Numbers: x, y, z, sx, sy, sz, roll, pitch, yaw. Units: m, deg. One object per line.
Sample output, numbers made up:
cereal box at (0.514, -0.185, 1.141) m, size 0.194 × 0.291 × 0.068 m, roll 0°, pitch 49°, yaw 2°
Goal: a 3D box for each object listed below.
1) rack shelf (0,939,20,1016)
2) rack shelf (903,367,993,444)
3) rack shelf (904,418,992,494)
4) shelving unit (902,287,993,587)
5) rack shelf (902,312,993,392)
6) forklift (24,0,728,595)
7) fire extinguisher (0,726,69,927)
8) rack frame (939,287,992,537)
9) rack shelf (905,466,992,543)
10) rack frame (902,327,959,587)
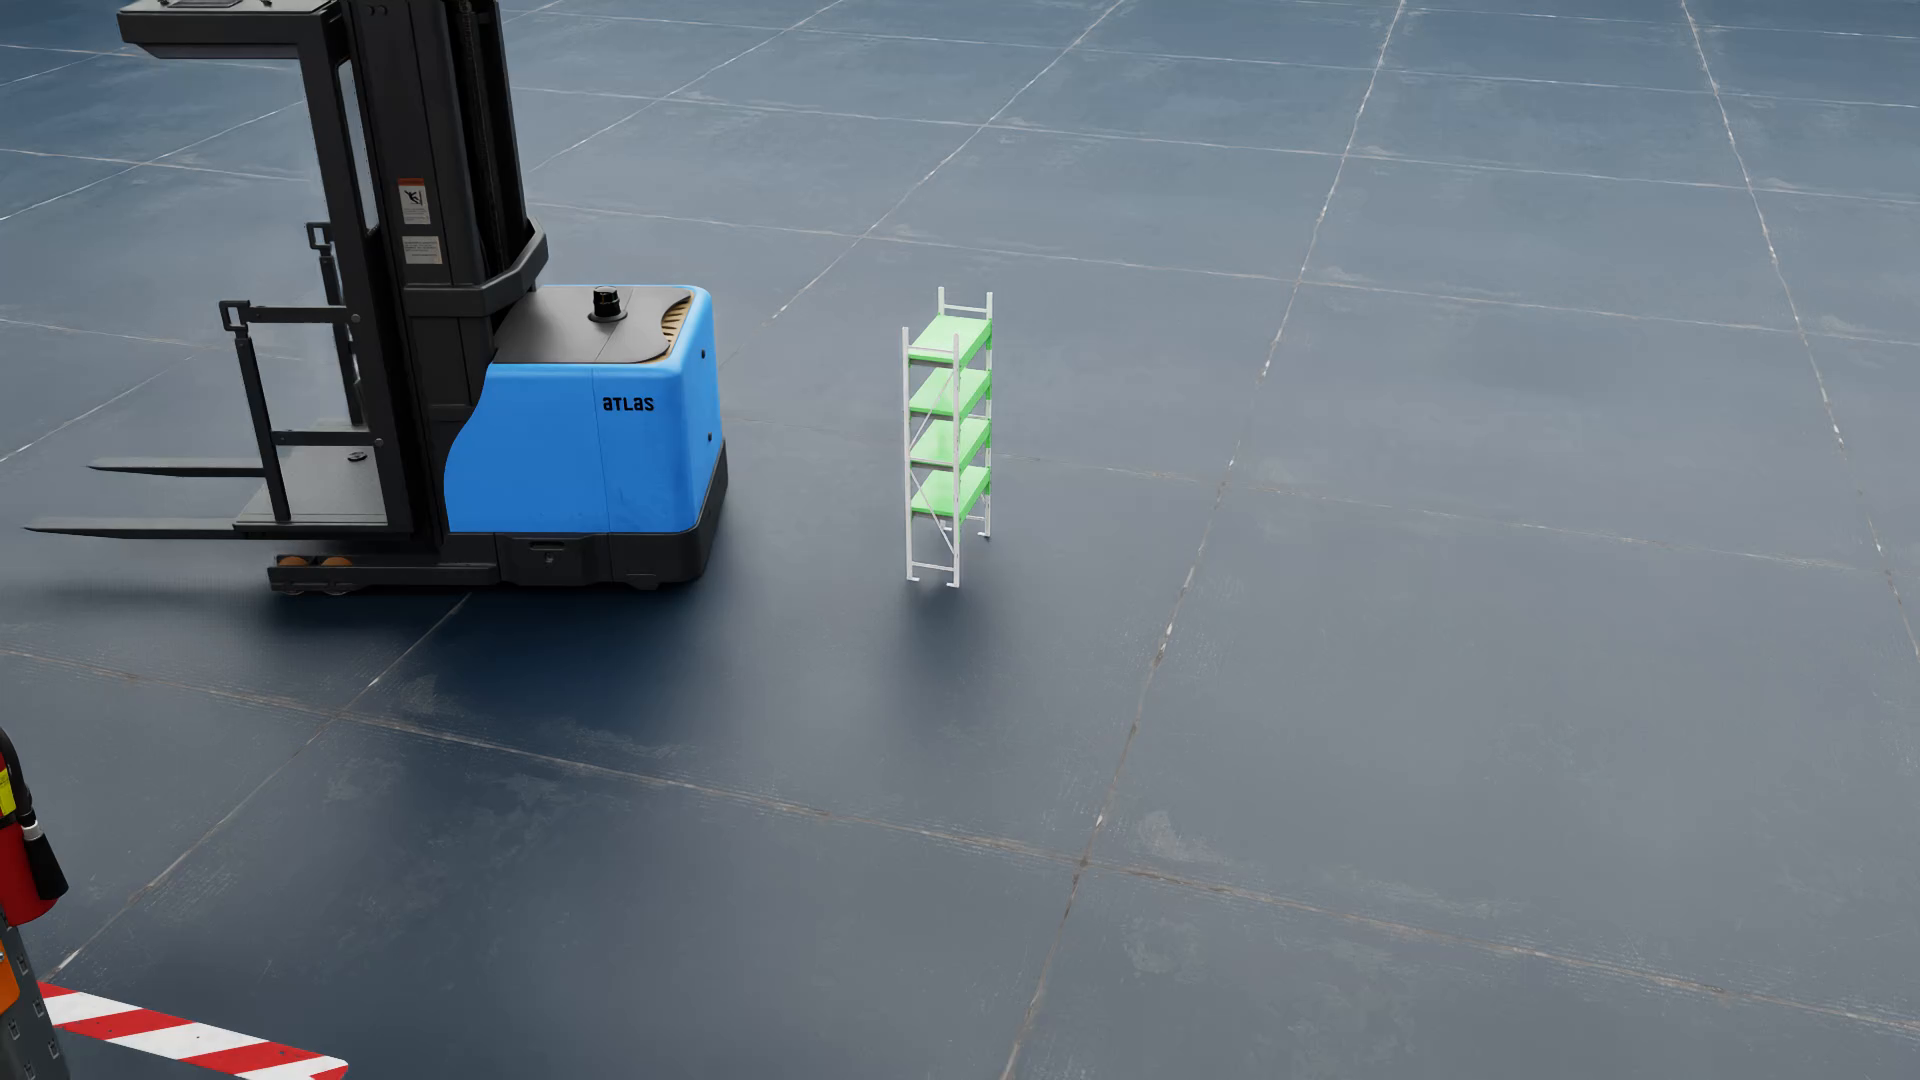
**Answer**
rack shelf at (-3.264, 1.757, 2.245) m, size 1.077 × 0.370 × 4.000 m, roll 8°, pitch 30°, yaw 15°
rack shelf at (-0.049, -0.601, 7.234) m, size 0.258 × 0.148 × 0.480 m, roll 8°, pitch 30°, yaw 15°
rack shelf at (-0.049, -0.392, 7.351) m, size 0.258 × 0.148 × 0.480 m, roll 8°, pitch 30°, yaw 15°
shelving unit at (-0.049, -0.447, 7.320) m, size 0.258 × 1.200 × 0.503 m, roll 8°, pitch 30°, yaw 15°
rack shelf at (-0.049, -0.811, 7.118) m, size 0.258 × 0.148 × 0.480 m, roll 8°, pitch 30°, yaw 15°
forklift at (-2.647, -1.294, 7.062) m, size 3.031 × 2.935 × 1.130 m, roll 0°, pitch 29°, yaw 1°
fire extinguisher at (-2.203, 0.560, 3.737) m, size 0.296 × 0.674 × 0.183 m, roll 8°, pitch 30°, yaw 15°
rack frame at (0.023, -0.561, 7.524) m, size 0.240 × 1.200 × 0.015 m, roll 8°, pitch 30°, yaw 15°
rack shelf at (-0.049, -0.182, 7.468) m, size 0.258 × 0.148 × 0.480 m, roll 8°, pitch 30°, yaw 15°
rack frame at (-0.120, -0.334, 7.116) m, size 0.240 × 1.200 × 0.015 m, roll 8°, pitch 30°, yaw 15°
